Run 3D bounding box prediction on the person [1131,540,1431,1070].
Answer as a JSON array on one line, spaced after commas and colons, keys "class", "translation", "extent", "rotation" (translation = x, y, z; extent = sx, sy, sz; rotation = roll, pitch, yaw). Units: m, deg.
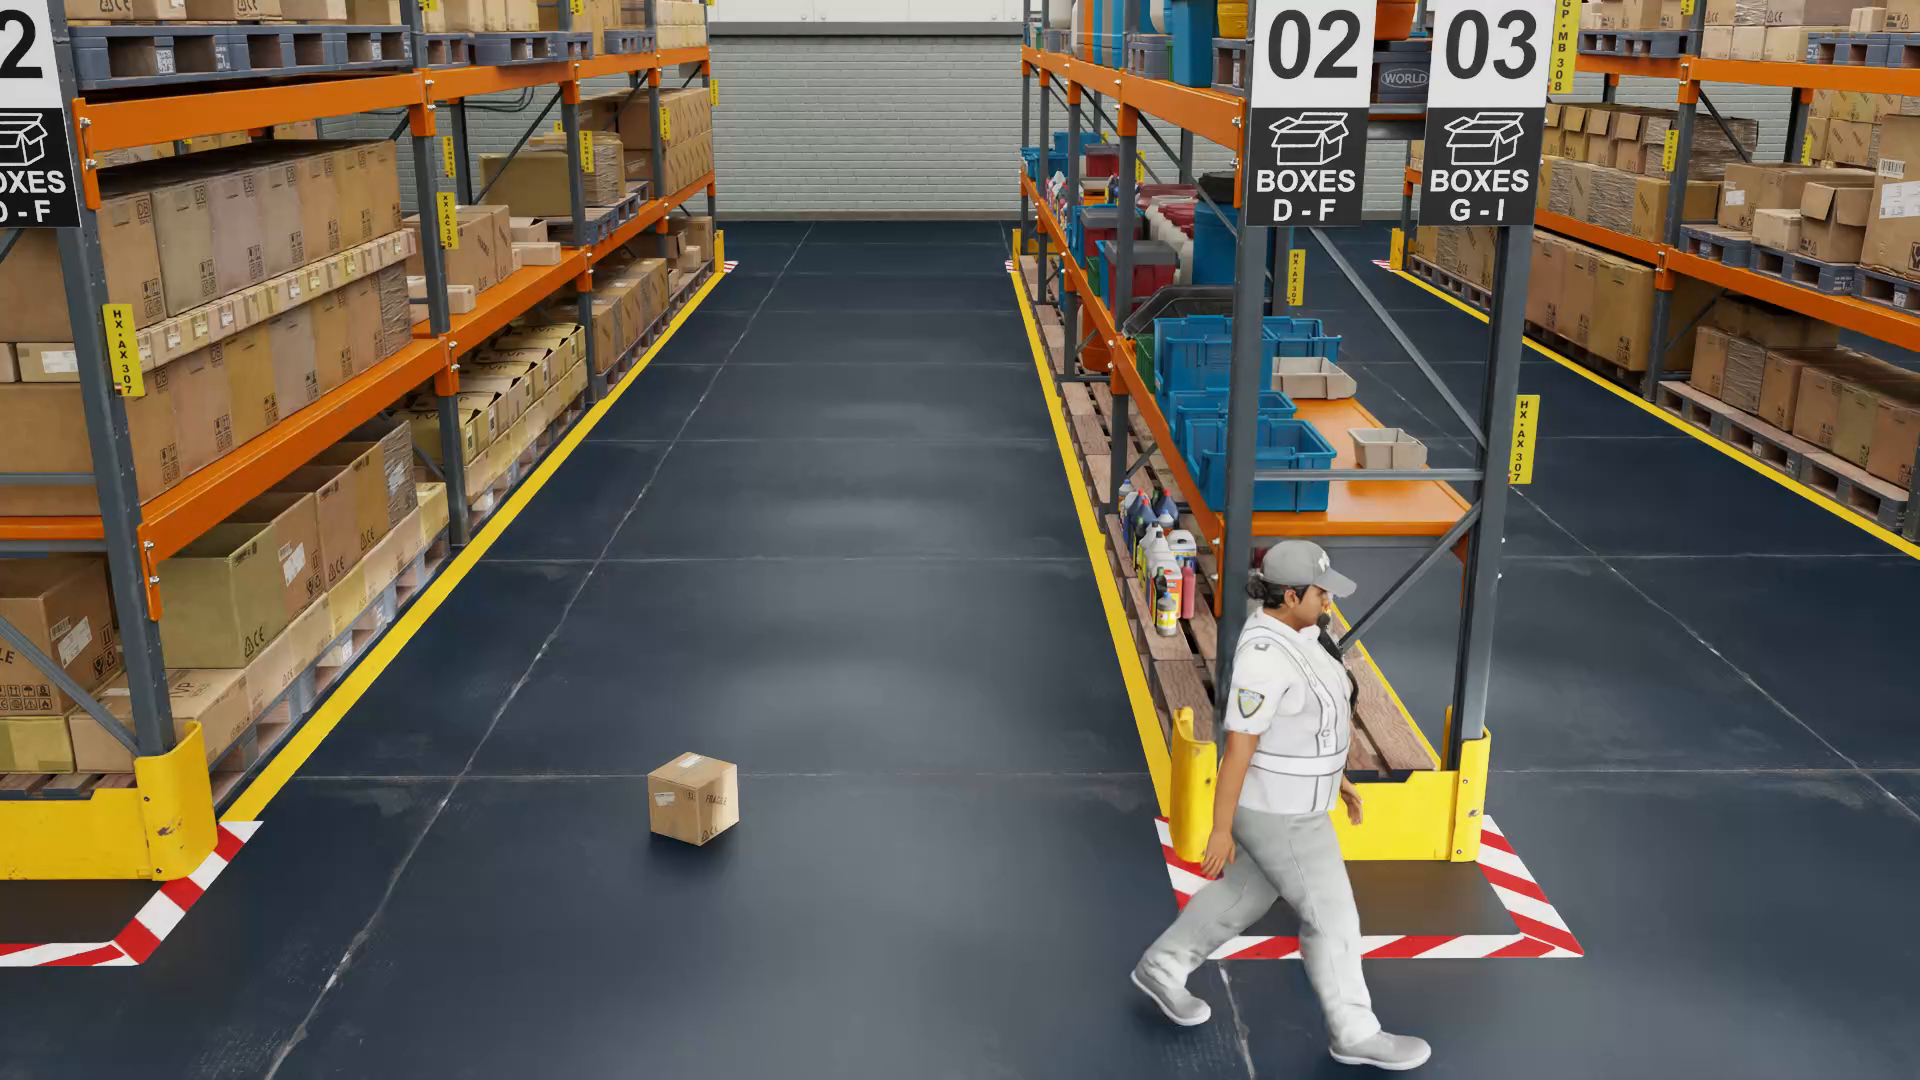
[{"class": "person", "translation": [0.997, 0.787, 5.024], "extent": [0.945, 1.609, 0.556], "rotation": [5, 18, 15]}]
